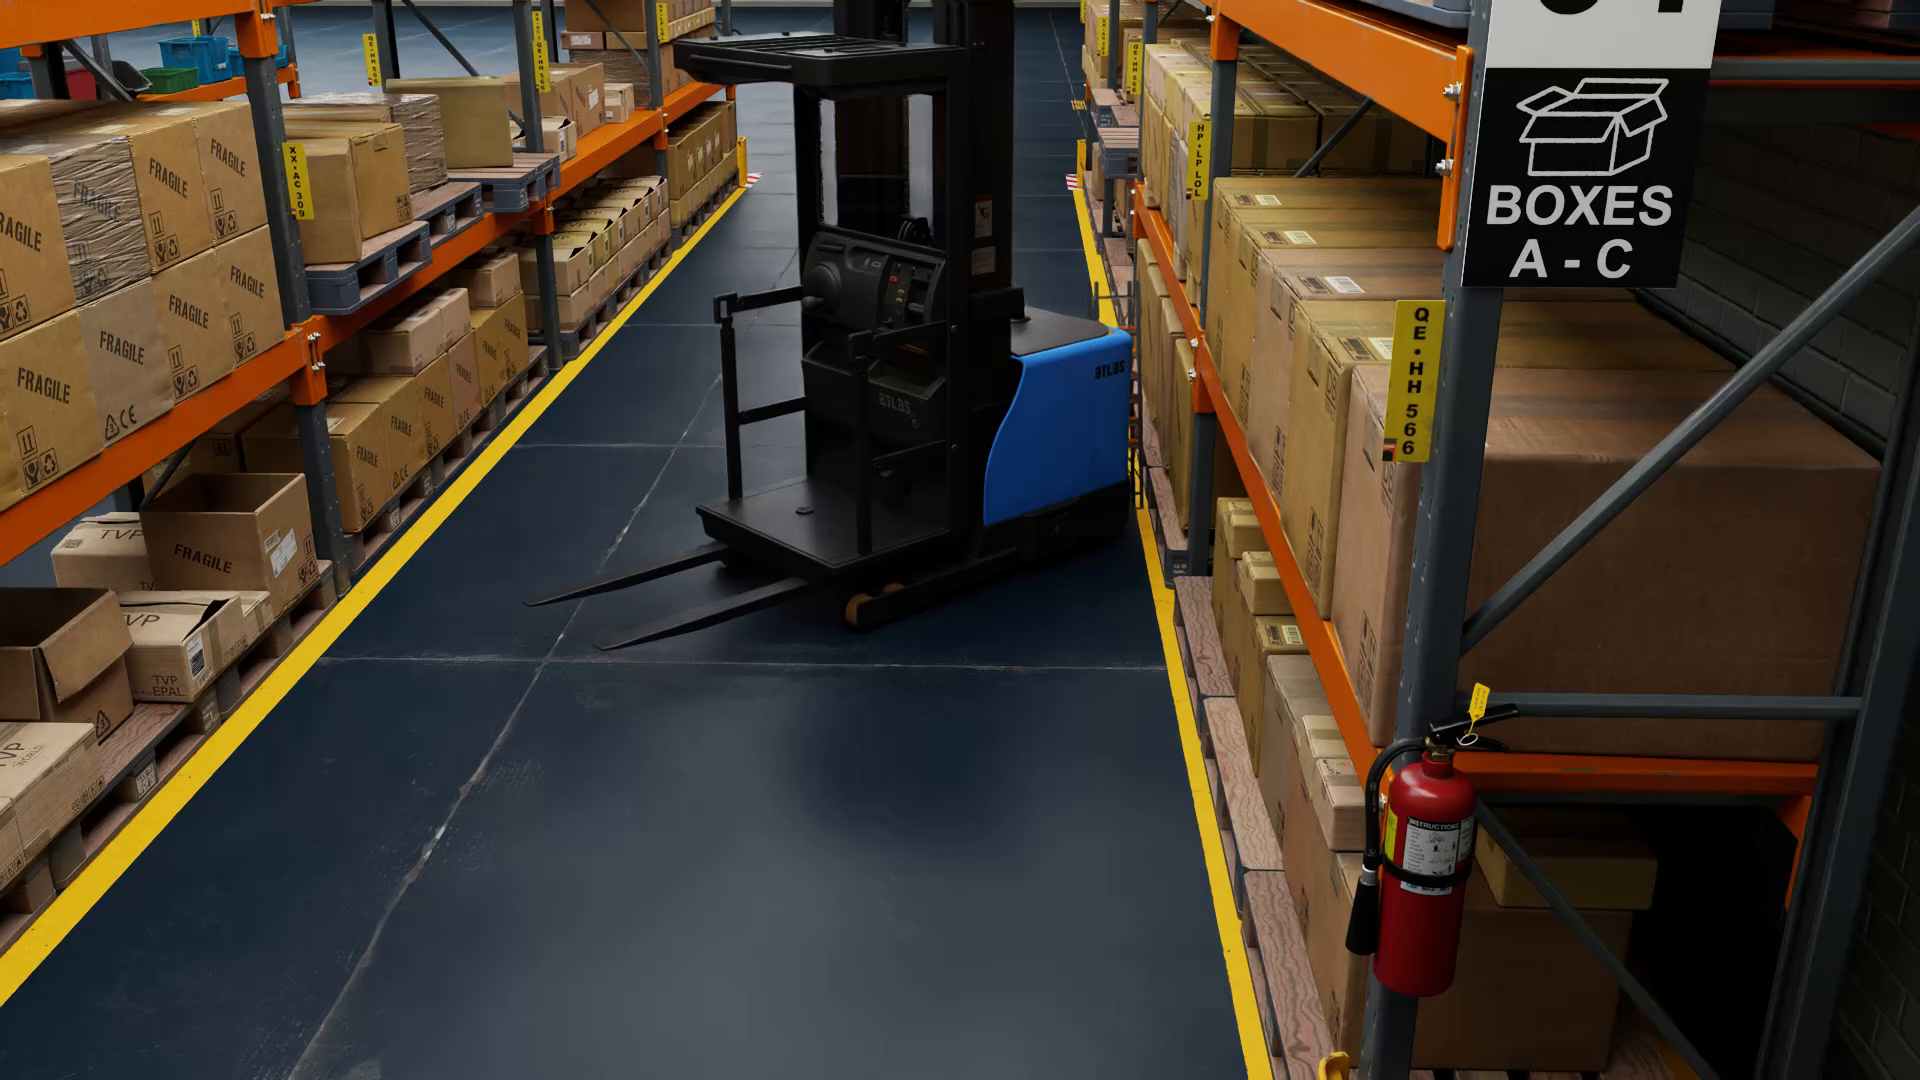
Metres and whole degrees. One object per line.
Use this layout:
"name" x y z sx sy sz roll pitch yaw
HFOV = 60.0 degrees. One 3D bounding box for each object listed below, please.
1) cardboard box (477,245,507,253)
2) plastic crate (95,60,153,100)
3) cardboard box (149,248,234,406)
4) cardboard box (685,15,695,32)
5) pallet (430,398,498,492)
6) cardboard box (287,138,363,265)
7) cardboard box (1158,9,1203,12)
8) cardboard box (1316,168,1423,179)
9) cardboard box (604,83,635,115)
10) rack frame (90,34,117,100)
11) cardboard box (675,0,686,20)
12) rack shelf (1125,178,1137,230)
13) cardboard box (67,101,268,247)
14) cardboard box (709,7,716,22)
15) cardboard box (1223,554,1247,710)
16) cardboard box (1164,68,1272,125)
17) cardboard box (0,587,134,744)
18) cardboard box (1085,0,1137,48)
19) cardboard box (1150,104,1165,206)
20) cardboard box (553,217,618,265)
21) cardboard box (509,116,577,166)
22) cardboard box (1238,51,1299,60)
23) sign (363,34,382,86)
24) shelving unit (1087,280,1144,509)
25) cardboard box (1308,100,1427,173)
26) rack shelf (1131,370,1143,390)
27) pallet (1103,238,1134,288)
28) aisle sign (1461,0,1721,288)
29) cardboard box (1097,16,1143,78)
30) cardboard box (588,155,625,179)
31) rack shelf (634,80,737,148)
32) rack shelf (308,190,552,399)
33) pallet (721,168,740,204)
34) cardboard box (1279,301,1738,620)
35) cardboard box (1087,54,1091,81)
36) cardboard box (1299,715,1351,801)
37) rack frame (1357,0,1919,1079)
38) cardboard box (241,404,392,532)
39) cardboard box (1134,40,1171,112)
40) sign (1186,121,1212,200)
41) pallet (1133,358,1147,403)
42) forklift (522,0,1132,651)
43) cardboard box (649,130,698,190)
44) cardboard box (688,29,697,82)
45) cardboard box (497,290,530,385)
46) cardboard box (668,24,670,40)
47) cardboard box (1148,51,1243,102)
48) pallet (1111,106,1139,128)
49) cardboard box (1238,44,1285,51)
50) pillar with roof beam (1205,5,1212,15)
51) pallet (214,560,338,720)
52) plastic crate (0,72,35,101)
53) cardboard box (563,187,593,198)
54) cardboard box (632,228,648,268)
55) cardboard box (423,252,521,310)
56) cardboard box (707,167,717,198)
"cardboard box" -3.508 -1.959 11.877 0.500 0.311 0.500 1 21 3
"plastic crate" -7.964 -4.253 15.429 0.767 0.338 0.504 1 21 2
"cardboard box" -3.173 -0.822 6.363 0.500 0.500 0.500 1 21 3
"cardboard box" -2.894 -5.225 16.814 0.380 0.149 0.250 1 21 3
"pallet" -3.378 -0.582 9.738 1.003 0.211 1.213 1 21 2
"cardboard box" -3.162 -1.557 7.676 0.700 0.500 0.500 -7 22 -17
"cardboard box" 2.058 -4.809 15.919 0.500 0.500 0.500 1 21 3
"cardboard box" 1.818 -1.451 7.544 0.500 0.500 0.500 0 21 0
"cardboard box" -3.128 -3.790 14.357 0.500 0.250 0.500 2 21 5
"rack frame" -8.107 -4.094 14.934 1.000 3.000 0.127 1 21 2
"cardboard box" -3.103 -5.395 16.354 0.700 0.500 0.500 1 21 2
"rack shelf" 1.734 -2.927 12.919 1.077 0.370 4.000 1 21 2
"cardboard box" -3.156 -1.473 6.657 0.500 0.500 0.500 1 21 2
"cardboard box" -2.856 -5.693 18.020 0.380 0.149 0.250 0 21 1
"cardboard box" 1.408 0.328 6.412 0.700 0.500 0.500 0 21 1
"cardboard box" 1.366 -2.362 8.856 0.500 0.250 0.500 0 21 1
"cardboard box" -3.452 0.492 5.956 0.797 0.503 0.637 1 21 2
"cardboard box" 1.577 -5.372 17.371 0.500 0.500 0.500 1 21 2
"cardboard box" 1.361 -2.192 9.454 0.500 0.500 0.500 1 21 1
"cardboard box" -2.943 -2.328 12.827 0.500 0.311 0.500 0 21 0
"cardboard box" -3.057 -2.872 11.906 0.500 0.311 0.500 0 21 1
"cardboard box" 1.900 -2.729 9.802 0.500 0.250 0.500 0 21 0
"sign" -3.833 -3.137 10.866 0.100 0.325 0.005 1 21 2
"shelving unit" 0.825 -0.767 8.829 0.258 1.200 0.189 -3 8 -8
"cardboard box" 1.826 -1.800 7.408 0.500 0.250 0.500 1 21 3
"rack shelf" 0.823 -0.841 8.819 0.258 0.103 0.180 -3 8 -8
"pallet" 1.773 -2.404 14.432 1.003 0.211 1.213 1 21 2
"aisle sign" 1.128 -0.835 2.942 0.394 0.787 0.004 1 21 2
"cardboard box" 1.500 -4.448 14.990 0.500 0.500 0.500 1 21 1
"cardboard box" -3.334 -3.652 15.979 0.500 0.500 0.500 1 21 2
"rack shelf" -3.096 -4.426 16.784 1.077 0.370 4.000 1 21 2
"rack shelf" -3.339 -1.533 9.329 1.077 0.370 4.000 1 21 2
"pallet" -3.016 -3.908 18.308 1.003 0.211 1.213 1 21 2
"cardboard box" 1.447 -0.234 4.570 0.980 0.700 0.700 0 21 1
"cardboard box" 1.562 -4.826 16.999 0.500 0.250 0.500 0 21 1
"cardboard box" 1.180 0.626 4.748 0.380 0.149 0.250 1 21 3
"rack frame" 1.427 0.354 3.471 0.949 2.616 0.053 1 21 2
"cardboard box" -3.141 -0.358 8.151 0.500 0.500 0.500 0 21 -1
"cardboard box" 1.733 -3.613 12.947 0.700 0.500 0.500 4 21 9
"sign" 1.009 -1.598 7.009 0.100 0.325 0.005 1 21 2
"pallet" 1.574 -0.955 10.697 1.003 0.211 1.213 1 21 2
"forklift" -0.560 -1.169 7.491 3.031 2.935 1.130 -18 28 -39
"cardboard box" -2.822 -3.647 15.965 0.500 0.500 0.500 1 21 2
"cardboard box" -3.094 -4.993 17.112 0.700 0.500 0.500 1 21 2
"cardboard box" -3.072 -1.291 10.557 0.500 0.500 0.500 1 21 4
"cardboard box" -2.934 -4.761 15.618 0.380 0.149 0.250 0 21 1
"cardboard box" 1.386 -2.727 9.798 0.500 0.250 0.500 0 21 1
"pallet" 1.693 -3.166 12.806 1.003 0.211 1.213 1 21 2
"cardboard box" 1.919 -2.916 10.284 0.500 0.250 0.500 1 21 3
"pillar with roof beam" -1.543 -8.013 16.740 9.100 9.000 0.400 1 21 2
"pallet" -3.422 0.403 7.199 1.003 0.211 1.213 1 21 2
"plastic crate" -7.830 -3.684 13.900 0.392 0.384 0.575 1 21 2
"cardboard box" -3.438 -2.886 14.265 0.500 0.311 0.500 0 21 1
"cardboard box" -2.912 -2.431 13.868 0.500 0.250 0.500 1 21 3
"cardboard box" -3.069 -1.620 10.368 0.500 0.250 0.500 1 21 4
"cardboard box" -2.789 -3.659 17.032 0.500 0.250 0.500 1 21 2
